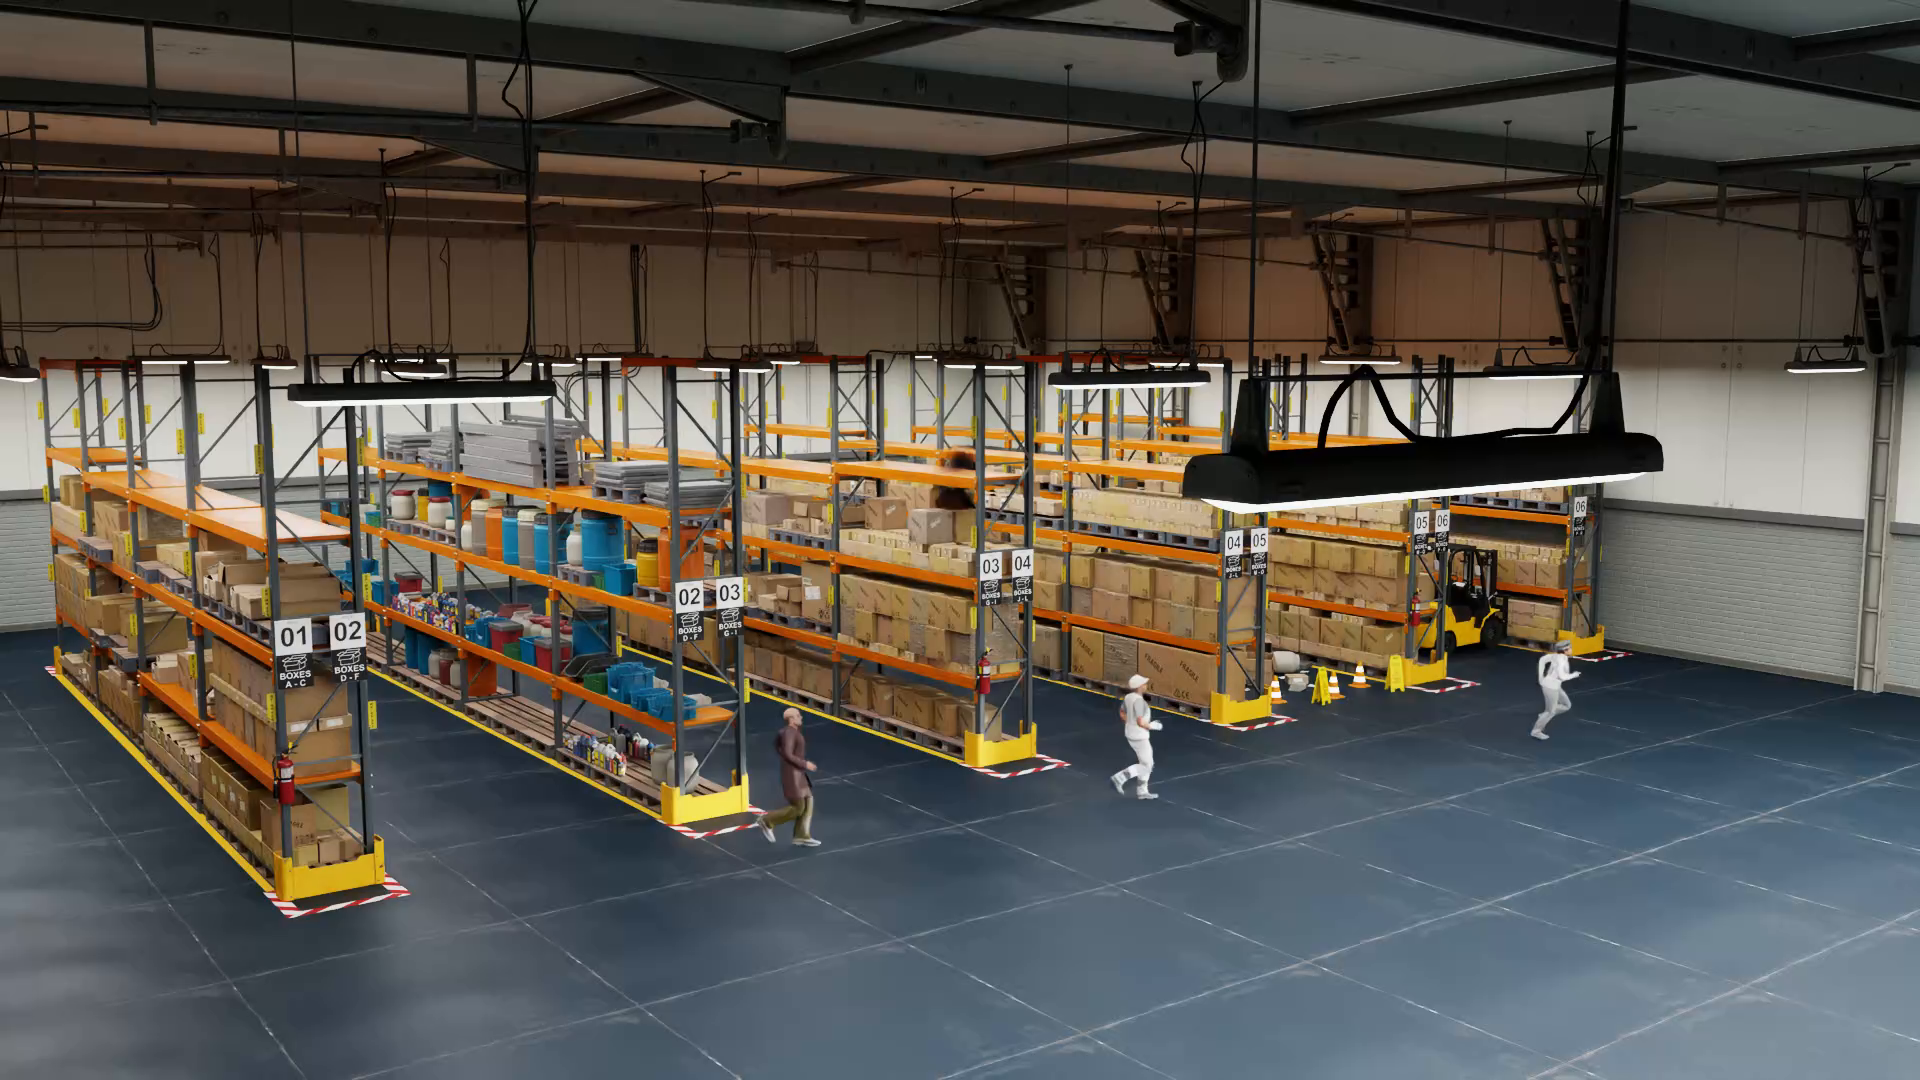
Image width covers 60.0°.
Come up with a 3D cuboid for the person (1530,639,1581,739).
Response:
[{"bbox_3d":[9.459,2.365,26.388,0.713,1.622,0.593,2,7,14],"label":"person"}]

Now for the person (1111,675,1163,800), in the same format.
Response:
[{"bbox_3d":[2.404,2.720,22.897,0.712,1.749,0.653,-1,7,-11],"label":"person"}]

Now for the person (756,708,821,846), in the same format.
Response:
[{"bbox_3d":[-2.162,2.976,20.889,0.812,1.754,0.729,-1,7,-8],"label":"person"}]
